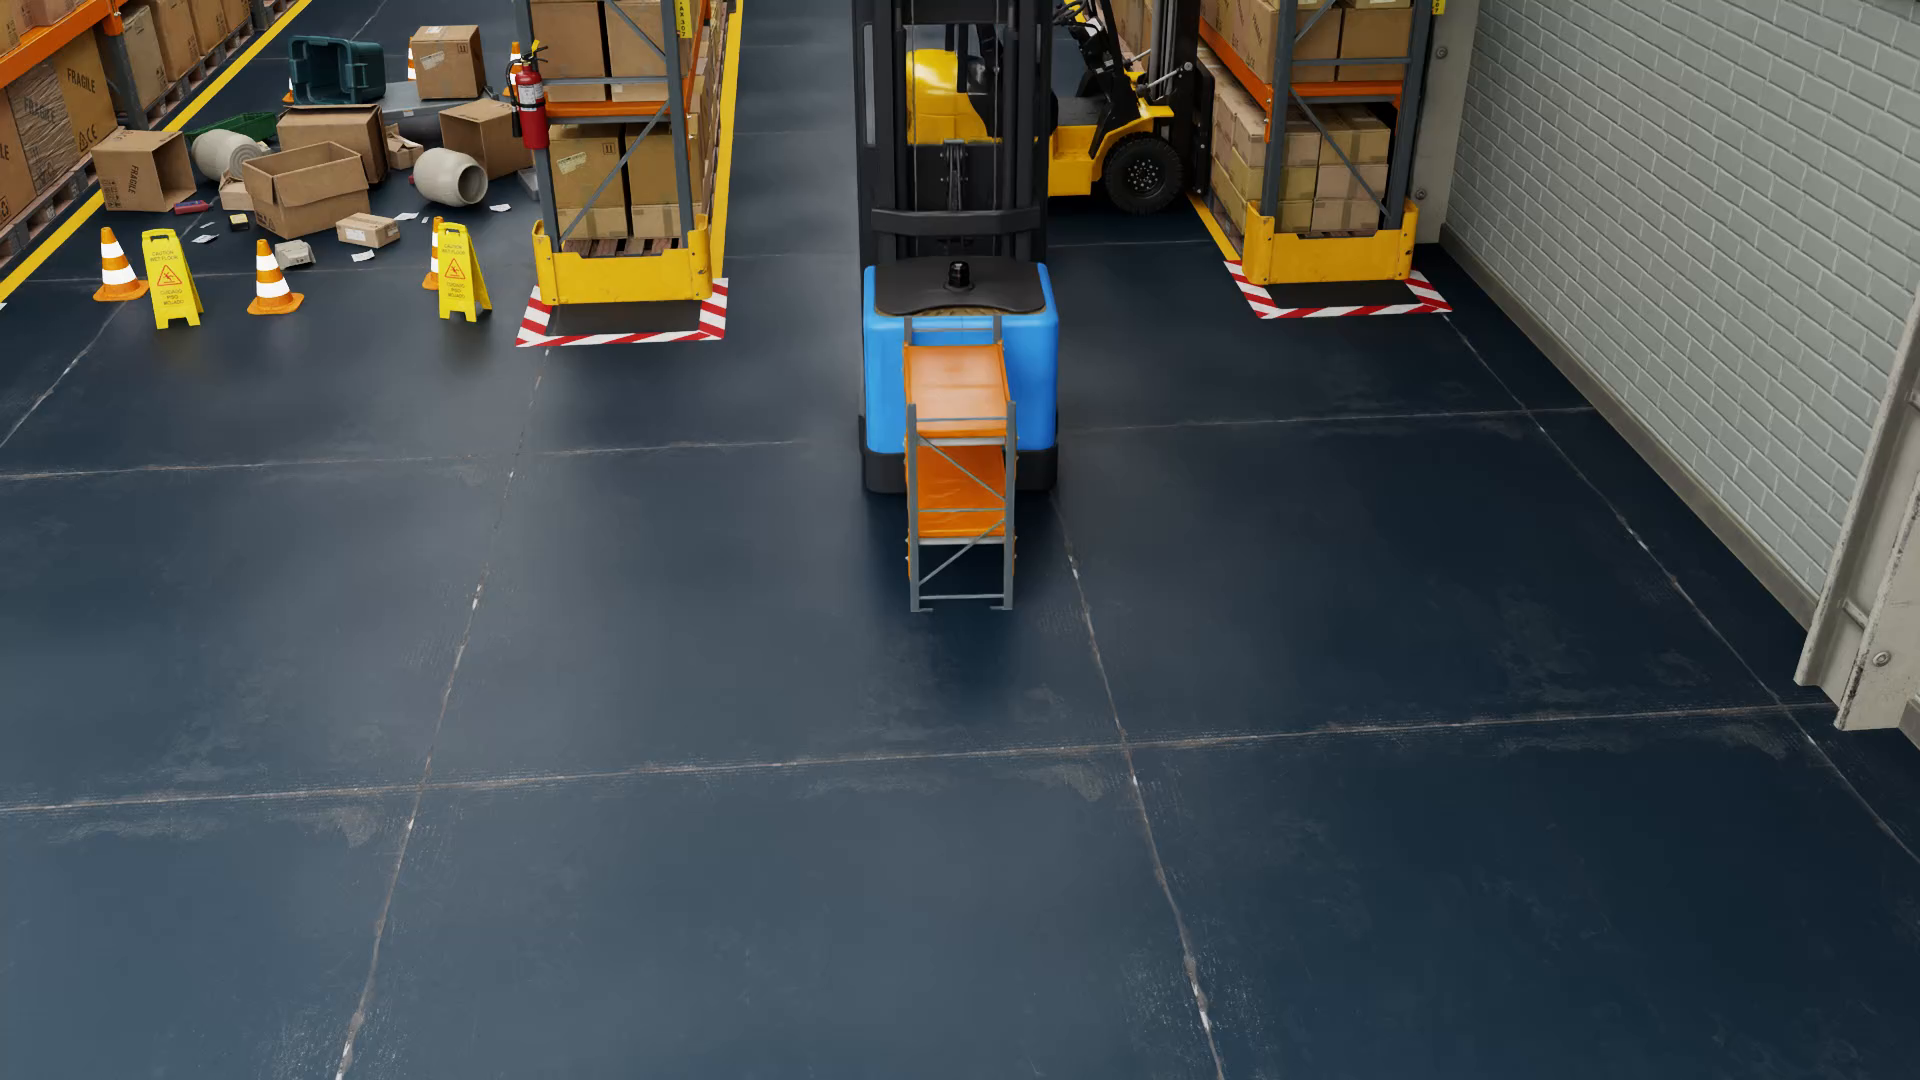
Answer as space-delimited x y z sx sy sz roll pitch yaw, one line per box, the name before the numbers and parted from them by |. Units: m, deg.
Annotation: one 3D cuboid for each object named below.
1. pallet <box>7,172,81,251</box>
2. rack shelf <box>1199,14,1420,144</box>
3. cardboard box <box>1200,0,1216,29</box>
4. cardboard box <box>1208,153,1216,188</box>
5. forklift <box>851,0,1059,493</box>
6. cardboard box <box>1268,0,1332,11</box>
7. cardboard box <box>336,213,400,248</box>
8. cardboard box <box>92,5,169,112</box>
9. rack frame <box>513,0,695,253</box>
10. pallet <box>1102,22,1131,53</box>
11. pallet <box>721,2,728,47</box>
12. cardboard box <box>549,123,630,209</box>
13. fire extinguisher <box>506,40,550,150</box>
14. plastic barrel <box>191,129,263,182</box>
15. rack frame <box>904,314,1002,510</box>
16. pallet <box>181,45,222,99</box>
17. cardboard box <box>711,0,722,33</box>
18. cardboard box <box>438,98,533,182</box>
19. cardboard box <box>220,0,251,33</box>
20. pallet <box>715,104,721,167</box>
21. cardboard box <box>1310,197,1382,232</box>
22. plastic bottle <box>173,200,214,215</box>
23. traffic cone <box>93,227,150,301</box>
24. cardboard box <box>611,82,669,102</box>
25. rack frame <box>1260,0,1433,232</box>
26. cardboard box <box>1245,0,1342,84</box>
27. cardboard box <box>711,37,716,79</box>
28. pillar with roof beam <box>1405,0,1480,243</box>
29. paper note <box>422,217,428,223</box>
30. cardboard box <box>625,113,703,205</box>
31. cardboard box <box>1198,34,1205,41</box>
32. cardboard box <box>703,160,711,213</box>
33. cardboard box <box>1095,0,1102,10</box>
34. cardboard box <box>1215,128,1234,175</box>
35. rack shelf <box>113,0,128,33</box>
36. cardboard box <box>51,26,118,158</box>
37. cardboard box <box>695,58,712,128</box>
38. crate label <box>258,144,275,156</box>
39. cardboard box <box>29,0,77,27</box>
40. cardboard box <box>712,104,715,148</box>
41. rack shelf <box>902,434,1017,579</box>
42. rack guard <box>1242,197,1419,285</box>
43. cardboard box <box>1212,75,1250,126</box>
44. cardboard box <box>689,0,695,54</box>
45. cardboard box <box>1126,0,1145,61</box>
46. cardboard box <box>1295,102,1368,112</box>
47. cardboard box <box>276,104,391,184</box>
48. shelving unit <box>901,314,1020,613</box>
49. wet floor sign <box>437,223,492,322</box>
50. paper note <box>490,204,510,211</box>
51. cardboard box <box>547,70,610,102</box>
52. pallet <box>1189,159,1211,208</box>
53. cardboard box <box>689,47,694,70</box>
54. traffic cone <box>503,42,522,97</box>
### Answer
pallet | -7.499 -2.520 12.763 1.003 0.211 1.213 -3 31 -5
rack shelf | 2.438 -3.932 13.109 1.077 0.370 4.000 -3 31 -5
cardboard box | 2.172 -4.284 12.900 0.500 0.500 0.500 -3 31 -4
cardboard box | 2.192 -2.954 13.043 0.500 0.250 0.500 -2 31 -4
forklift | -0.053 -2.235 9.634 1.130 2.935 3.031 -1 31 -2
cardboard box | 2.313 -3.705 11.297 0.380 0.149 0.250 -2 31 -4
cardboard box | -4.450 -2.328 12.502 0.380 0.149 0.250 13 33 21
cardboard box | -7.757 -4.260 14.742 1.050 0.750 0.750 -3 31 -5
rack frame | -2.317 -2.980 10.814 1.000 3.000 0.127 -3 31 -5
pallet | 2.026 -5.063 17.021 1.003 0.211 1.213 -3 31 -5
pallet | -2.993 -5.468 17.699 1.003 0.211 1.213 -3 31 -5
cardboard box | -2.651 -2.698 11.883 0.500 0.500 0.500 -3 31 -4
fire extinguisher | -2.765 -2.866 10.699 0.296 0.674 0.183 -3 31 -5
plastic barrel | -5.976 -3.122 13.563 0.512 0.421 0.421 20 36 29
rack frame | -0.037 -0.660 8.759 0.500 1.125 0.032 -1 31 -2
pallet | -7.874 -4.551 16.163 1.003 0.211 1.213 -3 31 -5
cardboard box | -2.945 -5.451 17.104 0.950 0.372 0.625 -3 31 -6
cardboard box | -3.945 -3.338 13.848 0.500 0.500 0.500 20 36 29
cardboard box | -8.016 -5.675 17.110 1.050 0.750 0.750 -3 31 -5
pallet | -2.593 -3.484 14.376 1.003 0.211 1.213 -3 31 -5
cardboard box | 2.774 -2.479 12.248 0.500 0.250 0.500 -3 31 -4
plastic bottle | -6.024 -2.621 13.078 0.283 0.061 0.133 -14 33 -22
traffic cone | -5.872 -1.941 11.549 0.336 0.463 0.334 -3 31 -5
cardboard box | -2.143 -3.055 11.185 0.380 0.149 0.250 -3 31 -4
rack frame | 2.625 -3.220 11.215 1.000 3.000 0.127 -3 31 -5
cardboard box | 2.317 -3.501 11.589 0.500 0.500 0.500 -3 31 -6
cardboard box | -2.742 -4.342 15.247 0.950 0.372 0.625 -2 31 -4
pillar with roof beam | -0.829 -5.987 9.999 9.100 9.000 0.400 -3 31 -5
paper note | -4.148 -2.484 12.899 0.032 0.001 0.123 -3 31 -5
cardboard box | -2.120 -2.739 11.951 0.500 0.500 0.500 -4 31 -6
cardboard box | 2.022 -4.167 14.098 0.500 0.250 0.500 -3 31 -5
cardboard box | -2.157 -2.666 12.560 0.500 0.250 0.500 -2 31 -3
cardboard box | 1.922 -6.146 18.020 0.875 0.625 0.625 -2 31 -3
cardboard box | 2.232 -2.924 12.505 0.500 0.250 0.500 -3 31 -5
rack shelf | -7.796 -5.446 15.643 1.077 0.370 4.000 -3 31 -5
cardboard box | -7.620 -3.677 13.643 0.875 0.875 0.875 -2 31 -4
cardboard box | -2.270 -3.535 13.283 0.500 0.500 0.500 -1 31 -2
crate label | -5.952 -3.240 14.040 0.250 0.136 0.298 27 40 37
cardboard box | -7.489 -4.330 12.928 0.875 0.550 0.550 -3 31 -5
cardboard box | -2.308 -3.461 13.892 0.500 0.250 0.500 -4 31 -6
rack shelf | -0.014 -0.190 8.448 0.538 0.278 1.000 -1 31 -2
rack guard | 2.627 -2.134 11.835 1.175 0.500 0.348 -3 31 -5
cardboard box | 2.161 -3.386 12.791 0.500 0.250 0.500 -2 31 -4
cardboard box | -2.137 -3.670 11.581 0.500 0.500 0.500 -2 31 -3
cardboard box | 2.126 -5.085 16.244 0.875 0.625 0.625 -3 31 -5
cardboard box | 2.718 -3.158 12.409 0.500 0.250 0.500 -3 31 -5
cardboard box | -5.097 -3.219 13.516 0.797 0.637 0.503 -3 31 -5
shelving unit | -0.014 -0.400 8.323 0.538 1.125 1.048 -1 31 -2
wet floor sign | -3.364 -1.821 11.169 0.267 0.644 0.232 8 32 13
paper note | -3.625 -2.626 13.117 0.142 0.019 0.148 -14 33 -22
cardboard box | -2.565 -3.053 11.181 0.380 0.149 0.250 -2 31 -3
pallet | 2.401 -3.032 13.621 1.003 0.211 1.213 -3 31 -5
cardboard box | -2.102 -3.455 11.853 0.380 0.149 0.250 -2 31 -4
traffic cone | -4.200 -4.499 15.831 0.336 0.463 0.334 -3 31 -5
